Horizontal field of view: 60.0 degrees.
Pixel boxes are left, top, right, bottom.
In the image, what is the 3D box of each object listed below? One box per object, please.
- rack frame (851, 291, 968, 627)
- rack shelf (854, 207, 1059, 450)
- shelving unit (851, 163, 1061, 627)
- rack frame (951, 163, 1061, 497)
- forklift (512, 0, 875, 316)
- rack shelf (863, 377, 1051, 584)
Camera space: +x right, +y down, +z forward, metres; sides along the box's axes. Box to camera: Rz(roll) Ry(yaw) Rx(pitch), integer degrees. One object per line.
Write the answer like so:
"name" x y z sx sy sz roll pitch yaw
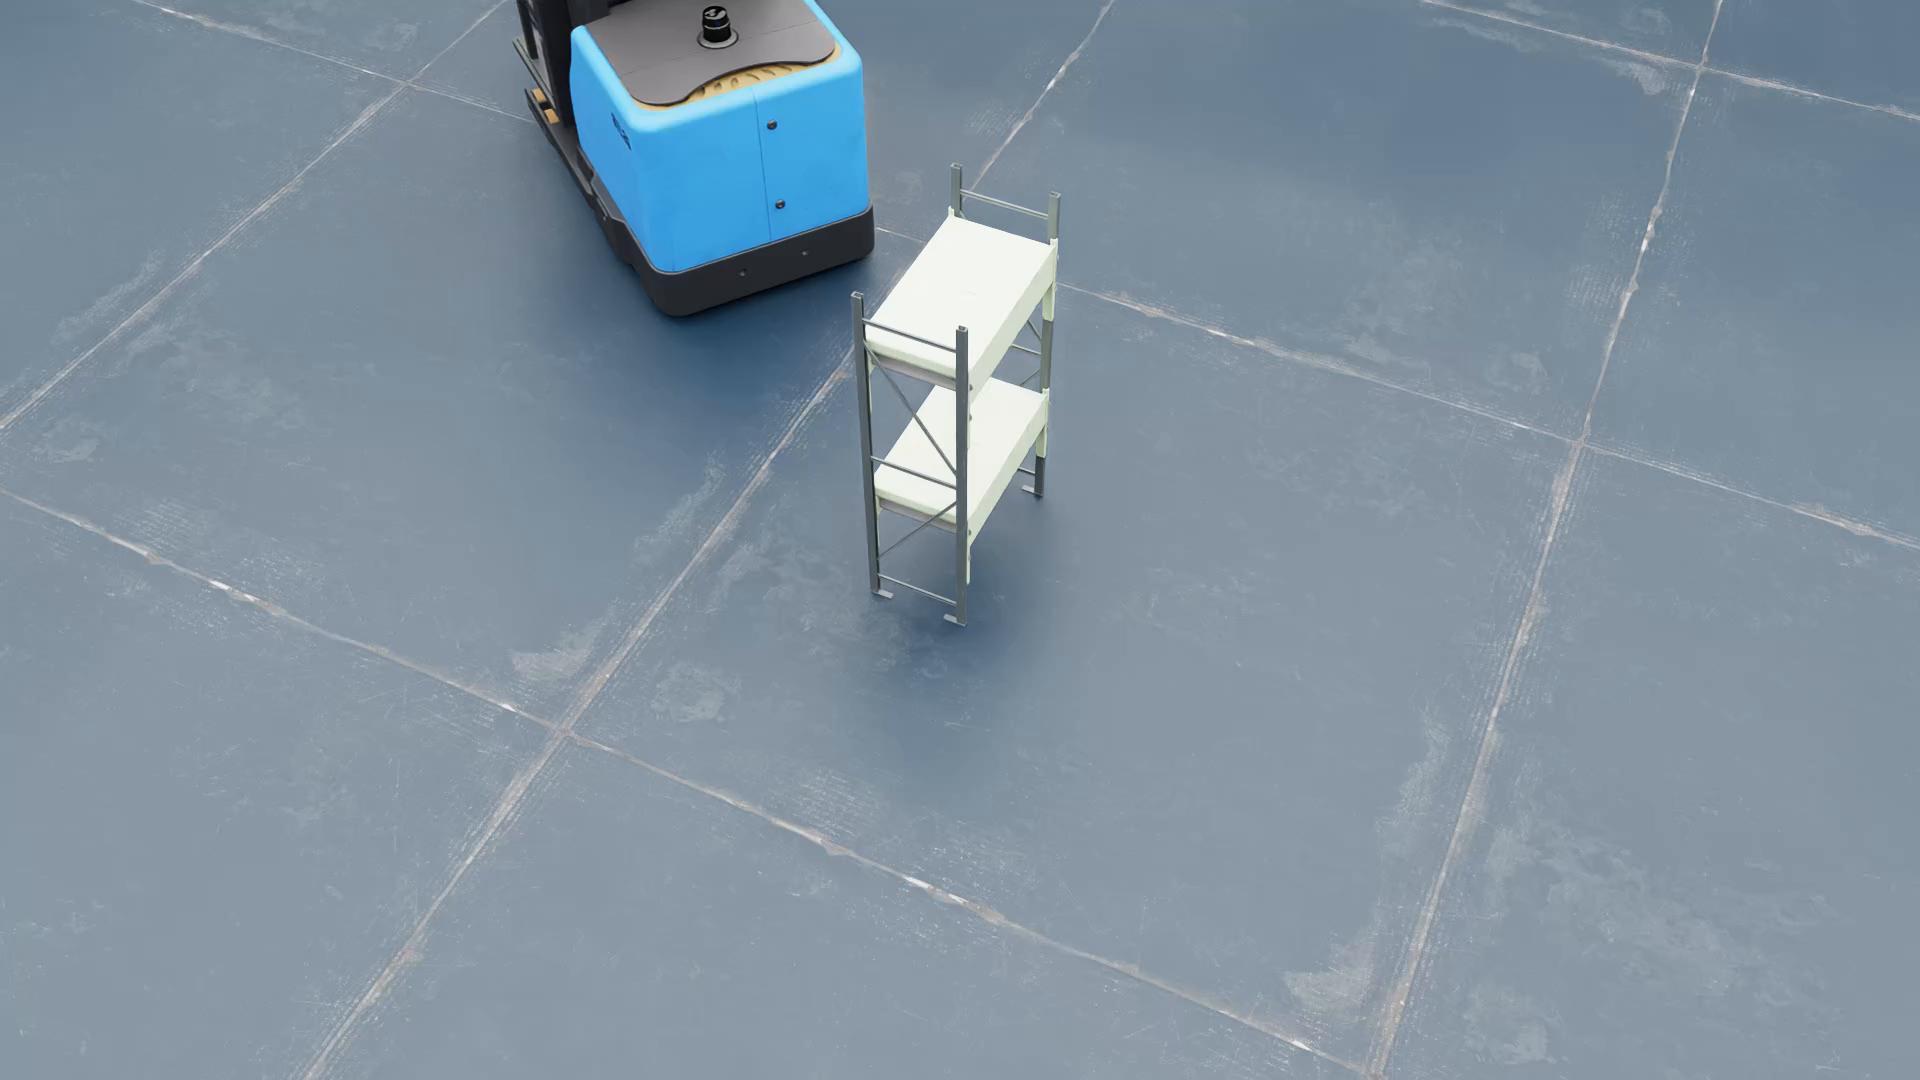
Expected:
"rack frame" -0.159 -0.229 5.776 0.400 1.500 0.023 20 52 16
"rack shelf" -0.003 -0.734 5.693 0.431 0.370 0.720 20 52 16
"shelving unit" -0.003 -0.481 5.990 0.431 1.500 0.755 20 52 16
"rack frame" 0.154 -0.733 6.204 0.400 1.500 0.023 20 52 16
"forklift" -1.515 -3.065 7.249 1.130 2.935 3.031 -21 53 -17
"rack shelf" -0.003 -0.270 6.238 0.431 0.370 0.720 20 52 16
